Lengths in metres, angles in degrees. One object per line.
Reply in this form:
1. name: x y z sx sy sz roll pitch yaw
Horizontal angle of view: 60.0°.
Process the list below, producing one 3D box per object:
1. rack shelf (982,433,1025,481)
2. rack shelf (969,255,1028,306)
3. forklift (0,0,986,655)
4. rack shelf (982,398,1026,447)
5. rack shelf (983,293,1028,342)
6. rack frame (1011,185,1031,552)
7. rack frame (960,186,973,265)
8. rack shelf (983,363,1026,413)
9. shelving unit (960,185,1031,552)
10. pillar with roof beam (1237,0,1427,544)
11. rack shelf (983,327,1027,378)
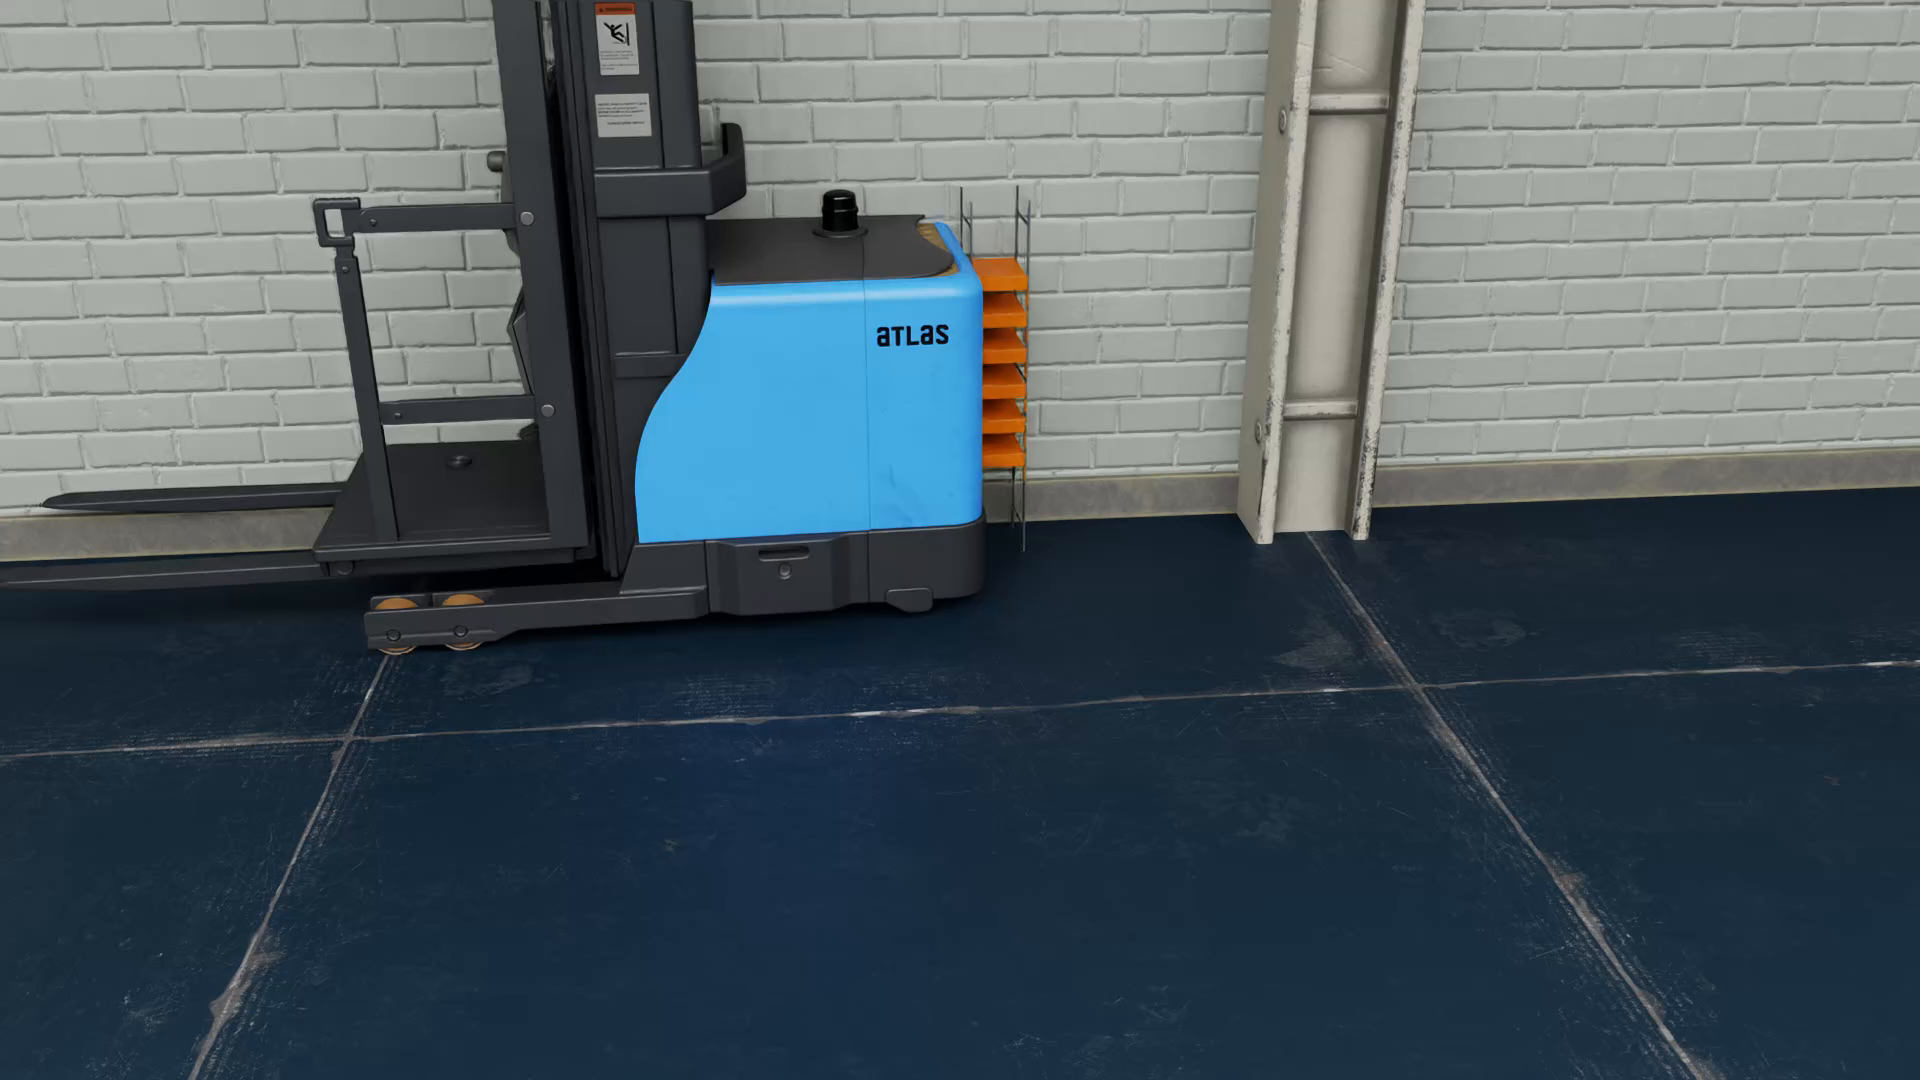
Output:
1. rack shelf: 0.110 -0.290 5.624 0.180 0.103 0.258 -3 24 -7
2. rack shelf: 0.110 -0.838 5.381 0.180 0.103 0.258 -3 24 -7
3. forklift: -1.478 -1.225 4.897 3.031 2.935 1.130 -3 24 -7
4. rack shelf: 0.110 -0.399 5.576 0.180 0.103 0.258 -3 24 -7
5. rack shelf: 0.110 -0.728 5.429 0.180 0.103 0.258 -3 24 -7
6. rack frame: 0.200 -0.555 5.521 0.006 1.200 0.240 -3 24 -7
7. rack frame: 0.019 -0.544 5.497 0.006 1.200 0.240 -3 24 -7
8. rack shelf: 0.110 -0.509 5.527 0.180 0.103 0.258 -3 24 -7
9. shelving unit: 0.110 -0.549 5.509 0.189 1.200 0.258 -3 24 -7
10. pillar with roof beam: 1.626 -2.429 0.135 0.400 9.000 9.100 -2 24 -5
11. rack shelf: 0.110 -0.618 5.478 0.180 0.103 0.258 -3 24 -7
